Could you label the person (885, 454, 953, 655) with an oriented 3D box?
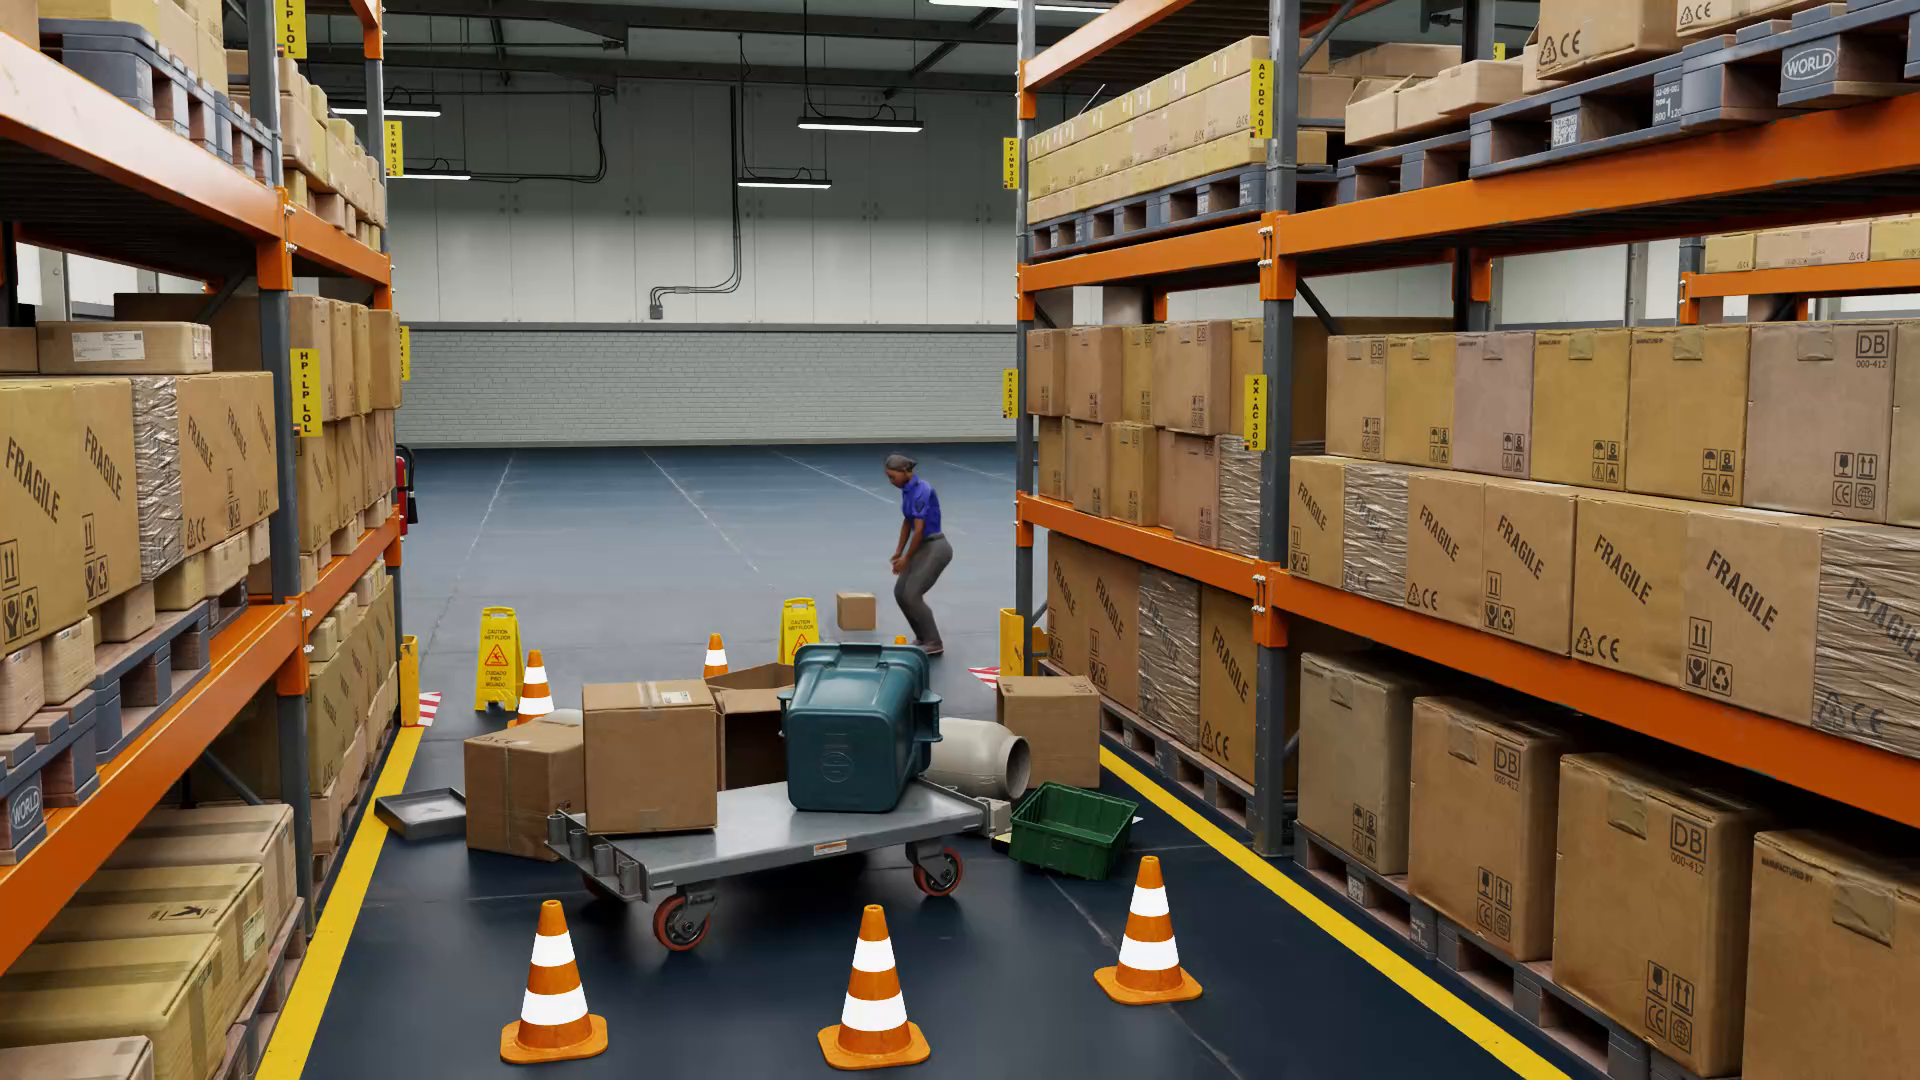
[{"bbox_3d":[-0.308,0.109,12.462,0.513,1.507,0.484,-1,6,-13],"label":"person"}]
